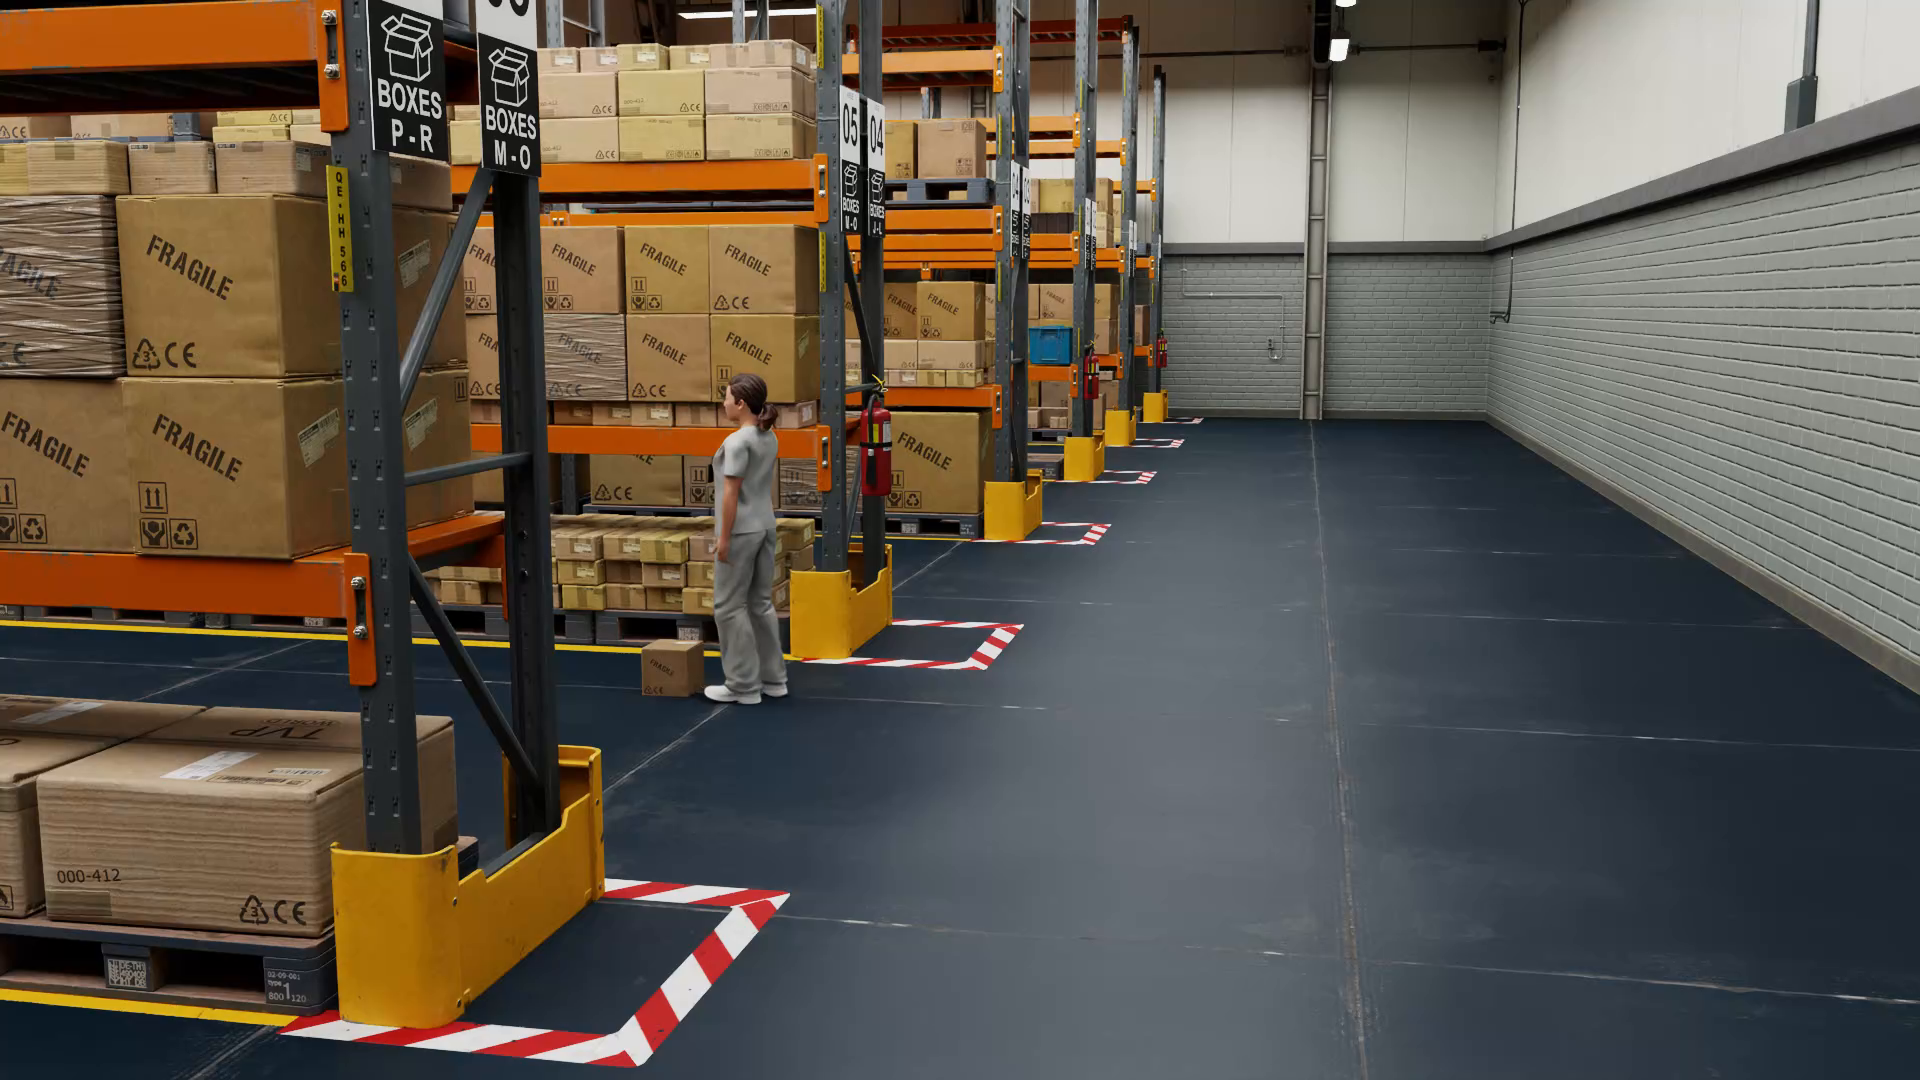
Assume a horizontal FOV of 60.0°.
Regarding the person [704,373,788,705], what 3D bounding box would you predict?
[{"bbox_3d":[-1.085,-0.008,8.418,0.383,1.668,0.437,3,9,21],"label":"person"}]
